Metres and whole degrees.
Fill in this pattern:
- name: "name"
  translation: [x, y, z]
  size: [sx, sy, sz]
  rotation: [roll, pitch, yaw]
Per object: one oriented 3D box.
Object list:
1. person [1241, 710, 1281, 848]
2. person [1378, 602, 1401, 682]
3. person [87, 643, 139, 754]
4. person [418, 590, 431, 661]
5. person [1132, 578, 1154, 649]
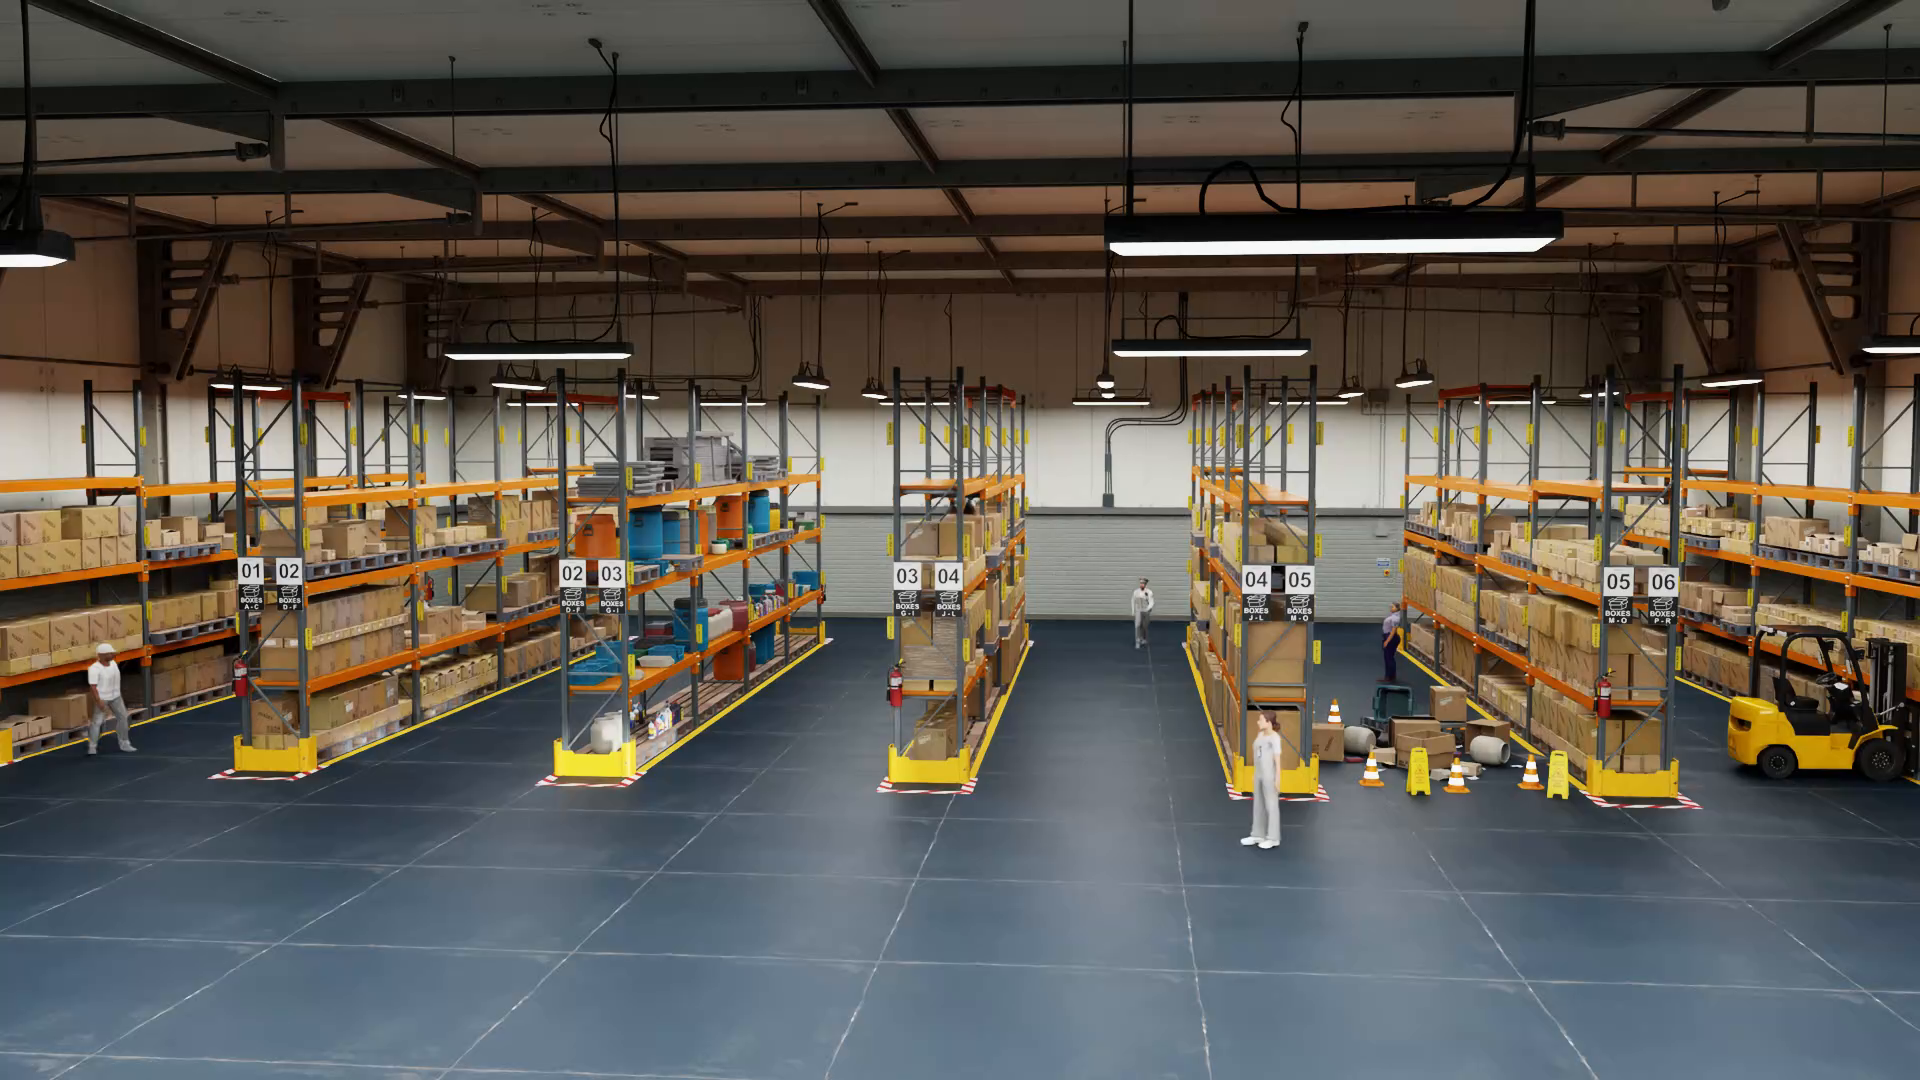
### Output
- name: "person"
  translation: [3.712, 2.899, 20.241]
  size: [0.387, 1.677, 0.495]
  rotation: [-2, 4, -24]
- name: "person"
  translation: [8.771, 2.103, 33.916]
  size: [0.444, 1.677, 0.562]
  rotation: [2, 4, 26]
- name: "person"
  translation: [-13.459, 2.512, 26.277]
  size: [0.585, 1.782, 0.699]
  rotation: [2, 4, 25]
- name: "person"
  translation: [-11.655, 1.918, 36.157]
  size: [0.400, 1.705, 0.491]
  rotation: [0, 4, 2]
- name: "person"
  translation: [4.349, 1.734, 39.632]
  size: [0.540, 1.697, 0.908]
  rotation: [1, 4, 10]
